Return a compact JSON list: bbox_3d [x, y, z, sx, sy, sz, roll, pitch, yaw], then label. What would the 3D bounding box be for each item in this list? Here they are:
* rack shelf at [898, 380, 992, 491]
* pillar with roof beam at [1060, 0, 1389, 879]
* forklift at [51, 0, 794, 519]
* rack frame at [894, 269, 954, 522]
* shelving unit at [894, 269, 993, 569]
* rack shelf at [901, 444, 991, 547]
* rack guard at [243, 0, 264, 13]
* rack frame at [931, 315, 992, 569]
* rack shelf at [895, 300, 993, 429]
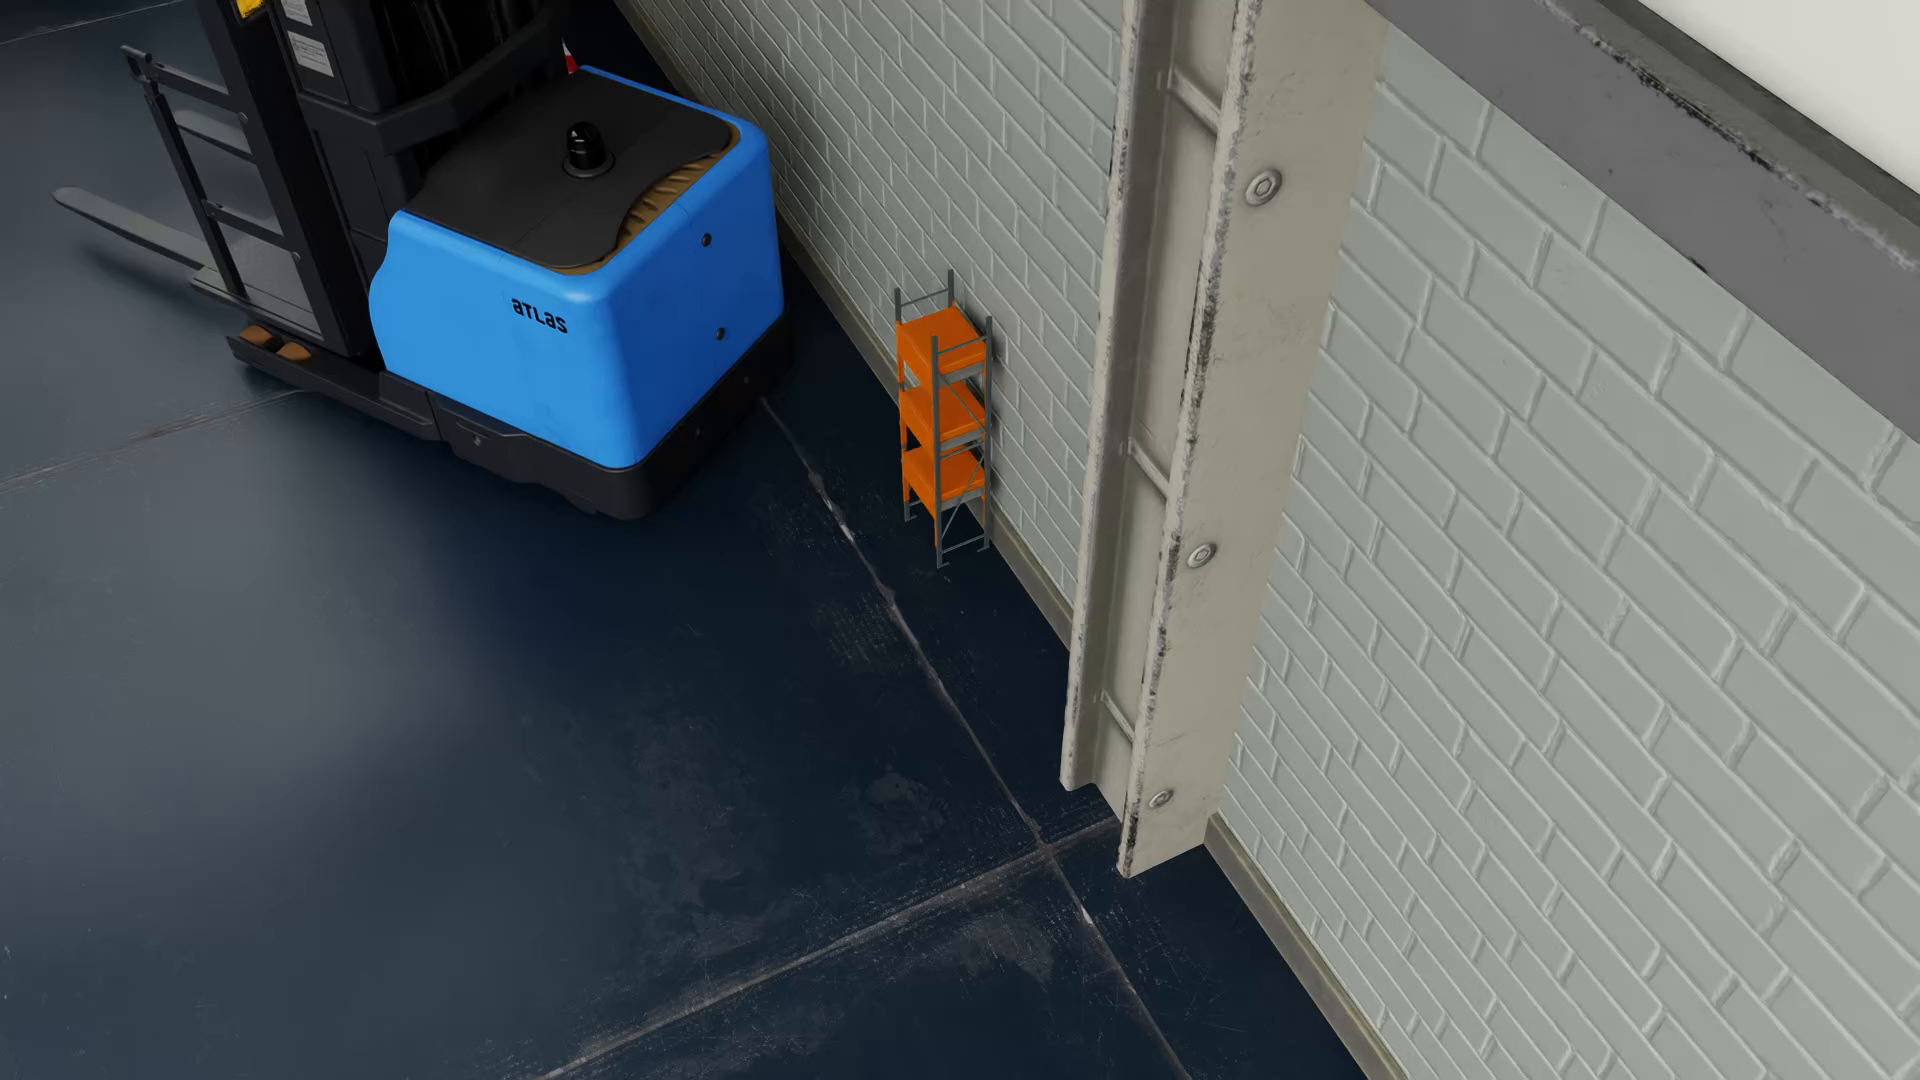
[{"bbox_3d":[-0.049,-0.358,5.379,0.215,0.259,0.240,-22,52,-18],"label":"rack shelf"},{"bbox_3d":[-3.297,-0.669,0.357,9.100,9.000,0.400,-21,52,-18],"label":"pillar with roof beam"},{"bbox_3d":[-2.164,-1.863,5.432,3.031,2.935,1.130,23,53,19],"label":"forklift"},{"bbox_3d":[-0.106,-0.446,5.442,0.200,1.050,0.008,-22,52,-18],"label":"rack frame"},{"bbox_3d":[-0.049,-0.365,5.371,0.215,1.050,0.252,-22,52,-18],"label":"shelving unit"},{"bbox_3d":[-0.047,-0.176,5.589,0.215,0.259,0.240,-22,52,-18],"label":"rack shelf"},{"bbox_3d":[-2.687,-2.577,7.672,1.175,0.500,0.348,-21,52,-18],"label":"rack guard"},{"bbox_3d":[0.008,-0.284,5.300,0.200,1.050,0.008,-22,52,-18],"label":"rack frame"},{"bbox_3d":[-0.050,-0.545,5.165,0.215,0.259,0.240,-22,52,-18],"label":"rack shelf"}]
